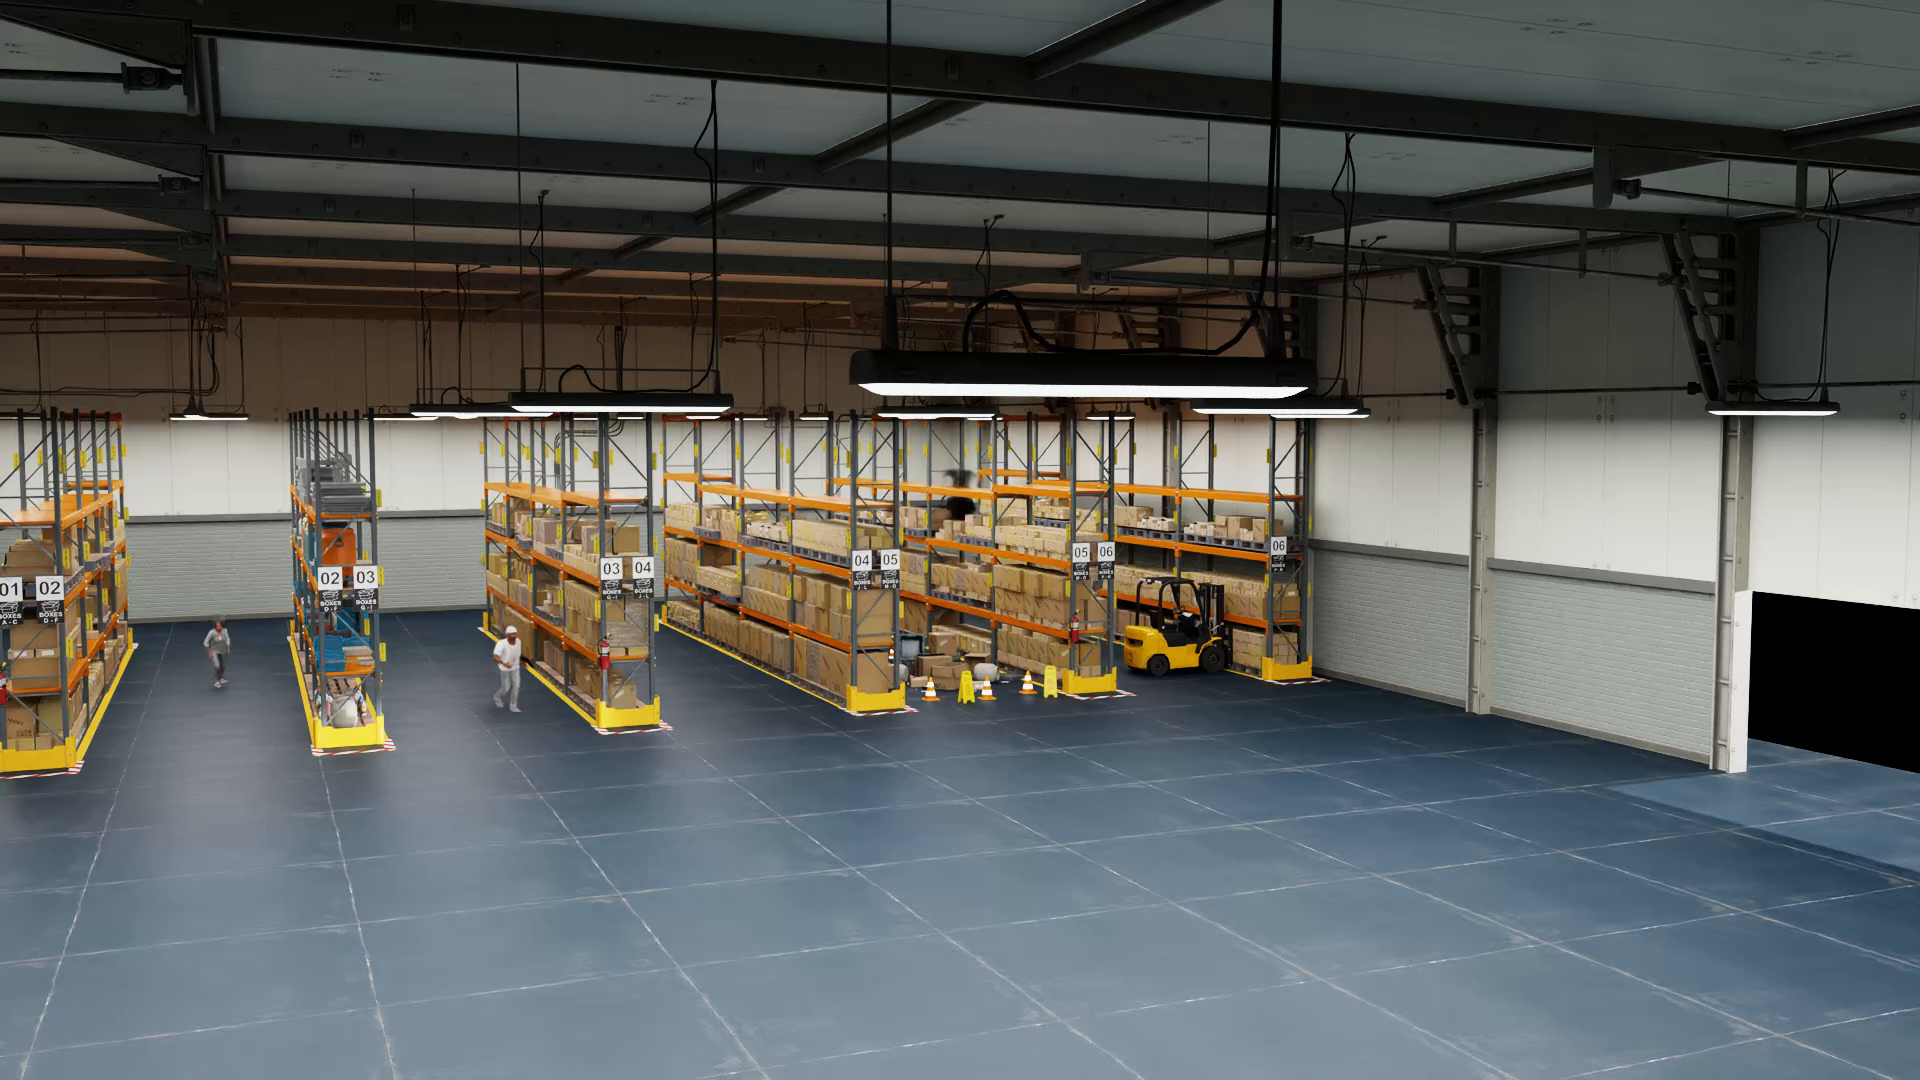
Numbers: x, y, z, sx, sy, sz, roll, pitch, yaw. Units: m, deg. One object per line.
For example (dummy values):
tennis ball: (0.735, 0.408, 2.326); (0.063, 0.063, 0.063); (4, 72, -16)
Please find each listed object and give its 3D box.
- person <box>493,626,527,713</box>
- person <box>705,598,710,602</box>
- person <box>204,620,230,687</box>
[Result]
person: (-9.009, 2.553, 33.053); (0.695, 1.721, 0.842); (-4, 5, -43)
person: (-7.573, 1.340, 50.798); (0.620, 1.619, 0.858); (3, 5, 35)
person: (-16.152, 2.452, 36.141); (0.747, 1.484, 0.585); (4, 5, 41)
